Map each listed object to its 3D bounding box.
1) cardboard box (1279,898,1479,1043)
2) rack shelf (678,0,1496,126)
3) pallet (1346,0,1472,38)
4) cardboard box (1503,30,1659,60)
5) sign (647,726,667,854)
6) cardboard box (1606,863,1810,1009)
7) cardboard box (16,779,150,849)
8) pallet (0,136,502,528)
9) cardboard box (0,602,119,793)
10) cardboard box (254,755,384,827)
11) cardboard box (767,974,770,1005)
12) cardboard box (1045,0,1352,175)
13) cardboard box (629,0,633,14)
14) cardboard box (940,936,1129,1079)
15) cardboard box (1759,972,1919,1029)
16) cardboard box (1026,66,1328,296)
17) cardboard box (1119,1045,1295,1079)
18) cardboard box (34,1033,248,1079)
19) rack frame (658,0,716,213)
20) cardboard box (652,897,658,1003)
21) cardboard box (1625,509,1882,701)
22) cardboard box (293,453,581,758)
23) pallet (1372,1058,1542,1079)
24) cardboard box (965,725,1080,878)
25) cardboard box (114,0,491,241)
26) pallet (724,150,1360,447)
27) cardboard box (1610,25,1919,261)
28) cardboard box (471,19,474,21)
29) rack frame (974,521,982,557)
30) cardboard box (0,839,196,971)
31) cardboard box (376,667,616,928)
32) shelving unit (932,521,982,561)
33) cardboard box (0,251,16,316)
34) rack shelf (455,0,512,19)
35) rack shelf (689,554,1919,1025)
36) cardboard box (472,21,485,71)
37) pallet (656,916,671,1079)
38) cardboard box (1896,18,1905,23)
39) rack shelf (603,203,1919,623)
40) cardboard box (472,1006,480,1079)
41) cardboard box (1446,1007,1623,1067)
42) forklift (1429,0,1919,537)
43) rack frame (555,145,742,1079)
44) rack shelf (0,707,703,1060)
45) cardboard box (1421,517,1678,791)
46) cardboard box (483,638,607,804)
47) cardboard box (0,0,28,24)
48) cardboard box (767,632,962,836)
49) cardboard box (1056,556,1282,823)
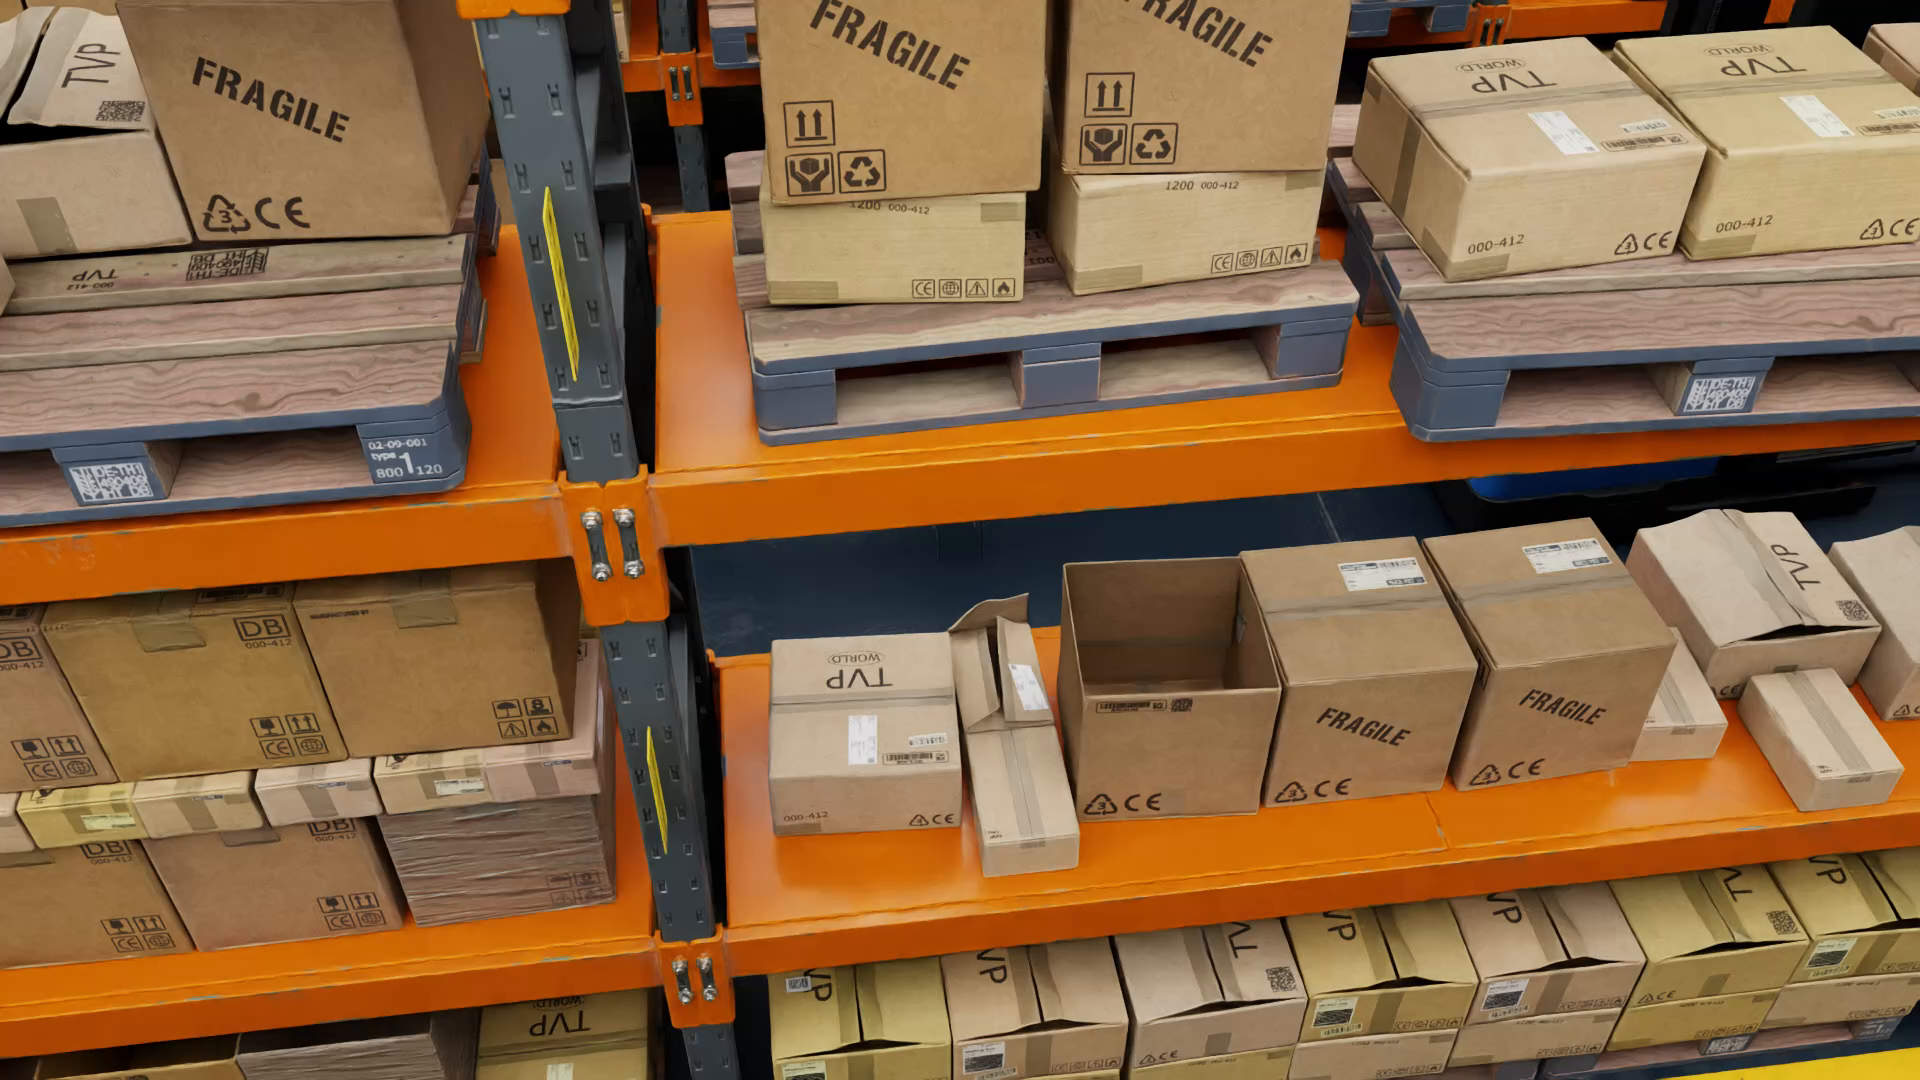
[{"bbox_3d":[1.222,1.192,5.010,0.500,0.311,0.500,-4,42,-4],"label":"cardboard box"},{"bbox_3d":[0.593,-2.657,8.493,4.000,0.370,1.077,-5,42,-6],"label":"rack shelf"},{"bbox_3d":[1.884,-2.894,8.362,1.003,0.211,1.213,-5,42,-6],"label":"pallet"},{"bbox_3d":[3.322,-2.432,8.998,0.750,0.750,0.750,-6,42,-6],"label":"cardboard box"},{"bbox_3d":[-0.670,0.557,3.687,0.005,0.325,0.100,-5,42,-6],"label":"sign"},{"bbox_3d":[2.220,1.107,5.103,0.500,0.311,0.500,-6,42,-6],"label":"cardboard box"},{"bbox_3d":[-1.995,0.515,3.881,0.250,0.149,0.380,-5,42,-6],"label":"cardboard box"},{"bbox_3d":[-1.586,-0.450,3.336,1.213,0.211,1.003,-5,42,-6],"label":"pallet"},{"bbox_3d":[-2.181,0.151,3.800,0.500,0.500,0.700,-5,42,-6],"label":"cardboard box"},{"bbox_3d":[-1.491,0.472,3.928,0.250,0.149,0.380,-6,42,-7],"label":"cardboard box"},{"bbox_3d":[-0.312,1.534,5.049,0.500,0.250,0.500,-6,42,-7],"label":"cardboard box"},{"bbox_3d":[0.434,-1.045,3.168,0.500,0.500,0.500,-1,42,-1],"label":"cardboard box"},{"bbox_3d":[-1.884,-2.803,8.216,0.500,0.250,0.500,-5,42,-5],"label":"cardboard box"},{"bbox_3d":[0.195,1.286,4.905,0.500,0.311,0.500,-5,42,-6],"label":"cardboard box"},{"bbox_3d":[2.732,1.265,5.347,0.500,0.250,0.500,-4,42,-5],"label":"cardboard box"},{"bbox_3d":[0.413,-0.771,3.424,0.500,0.250,0.500,-9,43,-10],"label":"cardboard box"},{"bbox_3d":[0.708,1.444,5.149,0.500,0.250,0.500,-6,42,-7],"label":"cardboard box"},{"bbox_3d":[-2.168,1.393,4.645,0.500,0.500,0.500,-5,42,-6],"label":"cardboard box"},{"bbox_3d":[-1.390,-2.750,8.059,0.127,3.000,1.000,-5,42,-6],"label":"rack frame"},{"bbox_3d":[-1.243,1.243,5.371,0.500,0.250,0.500,-5,42,-6],"label":"cardboard box"},{"bbox_3d":[2.310,0.174,4.884,0.500,0.311,0.500,-5,42,-6],"label":"cardboard box"},{"bbox_3d":[-1.183,0.063,3.897,0.500,0.500,0.700,-5,42,-5],"label":"cardboard box"},{"bbox_3d":[1.194,1.377,5.566,1.213,0.211,1.003,-5,42,-6],"label":"pallet"},{"bbox_3d":[0.161,0.692,4.431,0.250,0.149,0.380,-5,42,-6],"label":"cardboard box"},{"bbox_3d":[-1.278,-0.951,3.332,0.500,0.500,0.500,-2,42,-2],"label":"cardboard box"},{"bbox_3d":[0.129,-0.589,3.566,1.217,0.209,0.805,-7,42,-7],"label":"pallet"},{"bbox_3d":[1.694,-0.845,3.507,0.500,0.250,0.500,-6,42,-6],"label":"cardboard box"},{"bbox_3d":[-2.313,-2.687,7.526,0.500,0.500,0.500,-5,42,-6],"label":"cardboard box"},{"bbox_3d":[0.076,-0.452,6.856,0.006,1.200,0.240,-5,42,-6],"label":"rack frame"},{"bbox_3d":[-2.203,0.636,4.231,0.500,0.500,0.700,-4,42,-5],"label":"cardboard box"},{"bbox_3d":[-1.183,0.545,4.331,0.500,0.500,0.700,-6,42,-7],"label":"cardboard box"},{"bbox_3d":[-0.014,-0.444,6.847,0.189,1.200,0.258,-5,42,-6],"label":"shelving unit"},{"bbox_3d":[-1.905,-0.403,2.987,0.250,0.149,0.380,-5,42,-6],"label":"cardboard box"},{"bbox_3d":[-2.727,-1.099,2.585,4.000,0.370,1.077,-5,42,-6],"label":"rack shelf"},{"bbox_3d":[1.239,0.633,4.846,4.000,0.370,1.077,-5,42,-6],"label":"rack shelf"},{"bbox_3d":[-2.315,-2.422,7.792,0.500,0.250,0.500,-5,42,-5],"label":"cardboard box"},{"bbox_3d":[-1.538,1.616,5.301,1.213,0.211,1.003,-5,42,-6],"label":"pallet"},{"bbox_3d":[5.034,-2.581,9.163,0.750,0.750,0.750,-4,42,-4],"label":"cardboard box"},{"bbox_3d":[1.239,-0.481,3.841,4.000,0.370,1.077,-5,42,-6],"label":"rack shelf"},{"bbox_3d":[-1.672,1.627,4.946,0.500,0.250,0.500,-5,42,-6],"label":"cardboard box"},{"bbox_3d":[1.723,1.354,5.249,0.500,0.250,0.500,-4,42,-5],"label":"cardboard box"},{"bbox_3d":[3.570,-1.531,6.759,3.031,2.935,1.130,-7,43,-8],"label":"forklift"},{"bbox_3d":[-0.744,0.540,4.412,0.127,3.000,1.000,-5,42,-6],"label":"rack frame"},{"bbox_3d":[-2.727,0.980,4.461,4.000,0.370,1.077,-5,42,-6],"label":"rack shelf"},{"bbox_3d":[1.561,0.312,4.590,0.500,0.500,0.500,-7,43,-8],"label":"cardboard box"},{"bbox_3d":[-0.986,0.427,3.978,0.250,0.149,0.380,-5,42,-6],"label":"cardboard box"},{"bbox_3d":[-4.352,-2.511,7.332,0.500,0.500,0.500,-5,42,-5],"label":"cardboard box"},{"bbox_3d":[-0.261,0.523,4.542,0.500,0.250,0.500,-3,42,-3],"label":"cardboard box"},{"bbox_3d":[0.542,0.401,4.491,0.500,0.500,0.500,-2,42,-2],"label":"cardboard box"}]
